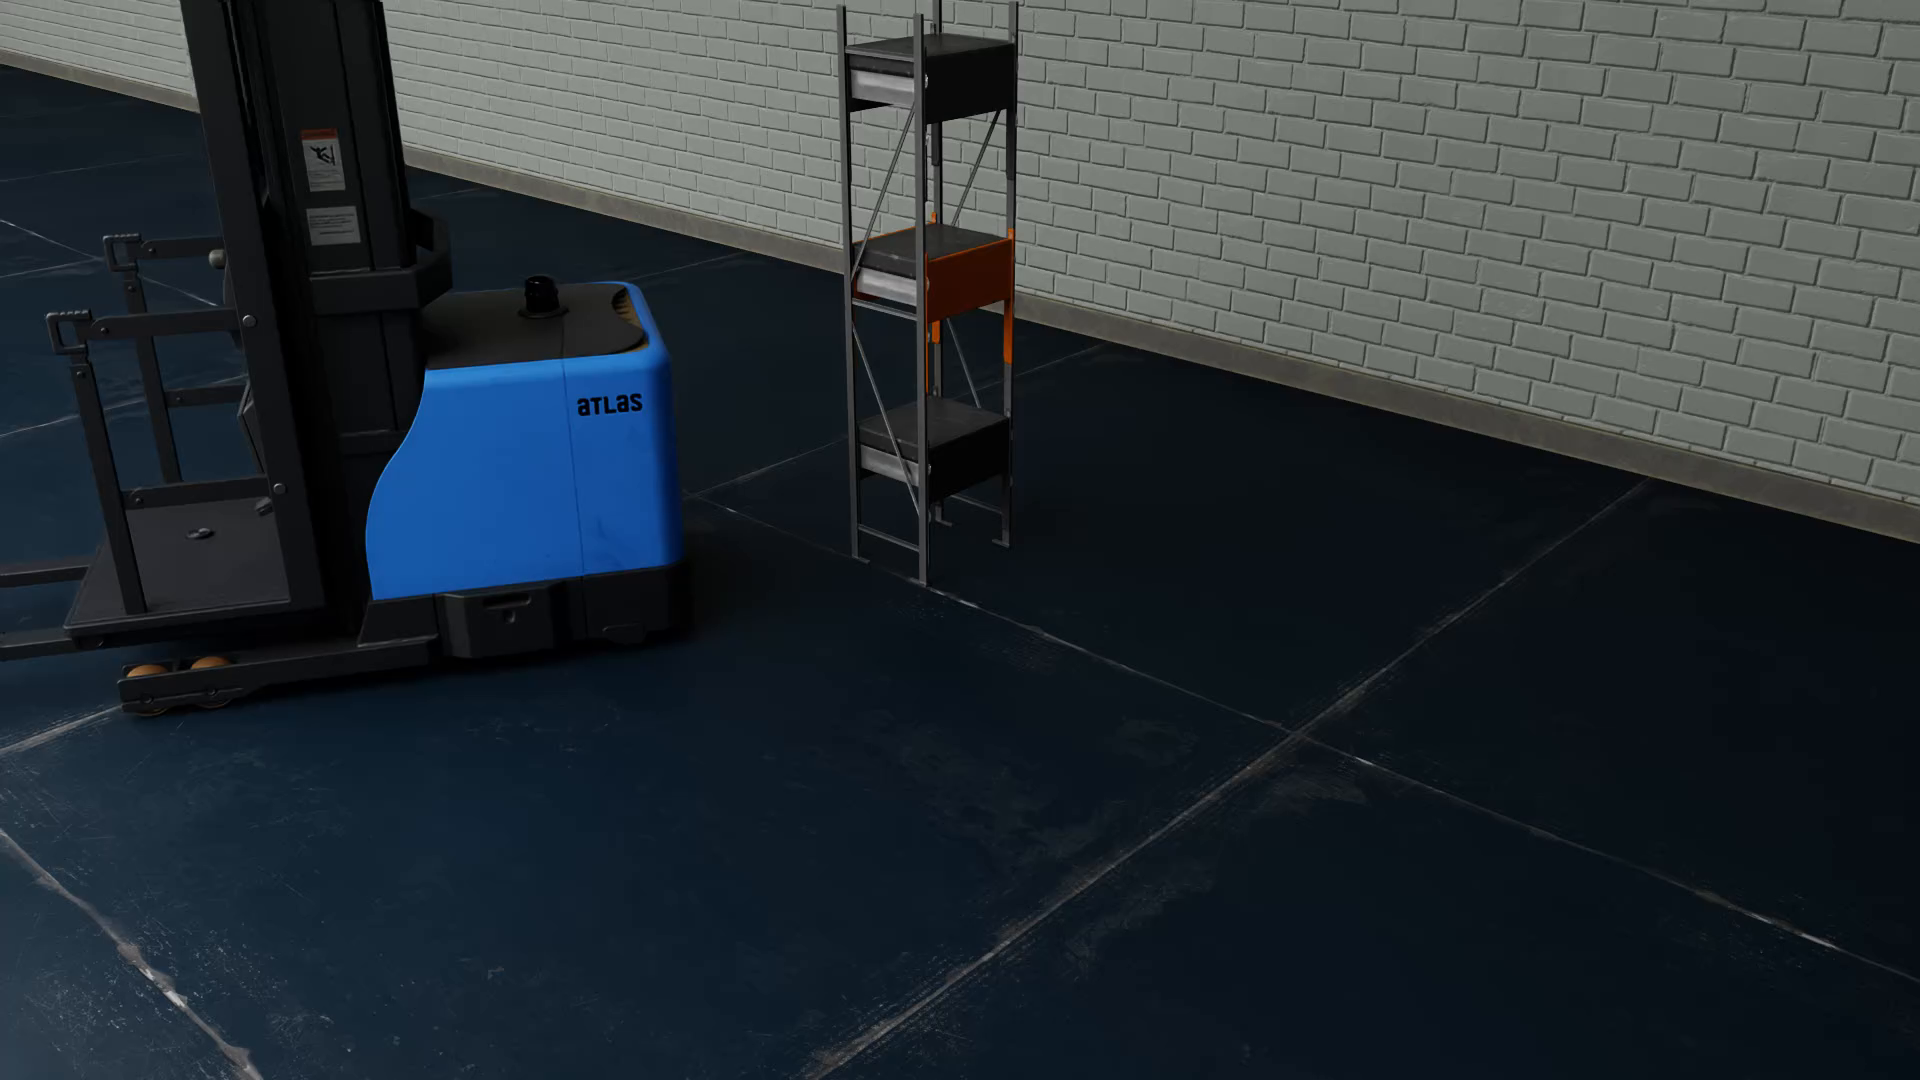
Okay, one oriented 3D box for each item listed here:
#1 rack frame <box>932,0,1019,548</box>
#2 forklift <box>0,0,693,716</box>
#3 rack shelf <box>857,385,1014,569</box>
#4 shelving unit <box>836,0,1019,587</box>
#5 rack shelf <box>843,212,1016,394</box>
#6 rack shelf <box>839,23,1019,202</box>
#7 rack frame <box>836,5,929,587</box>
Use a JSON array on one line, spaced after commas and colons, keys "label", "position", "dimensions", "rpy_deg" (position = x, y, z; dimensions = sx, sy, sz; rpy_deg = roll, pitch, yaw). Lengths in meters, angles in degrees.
[{"label": "rack frame", "position": [0.052, -0.982, 6.374], "dimensions": [0.400, 2.100, 0.015], "rpy_deg": [20, 31, 38]}, {"label": "forklift", "position": [-2.533, -1.000, 5.397], "dimensions": [3.031, 2.935, 1.130], "rpy_deg": [-7, 25, -15]}, {"label": "rack shelf", "position": [-0.110, -0.256, 6.500], "dimensions": [0.431, 0.518, 0.480], "rpy_deg": [20, 31, 38]}, {"label": "shelving unit", "position": [-0.110, -0.908, 6.208], "dimensions": [0.431, 2.100, 0.503], "rpy_deg": [20, 31, 38]}, {"label": "rack shelf", "position": [-0.110, -0.895, 6.214], "dimensions": [0.431, 0.518, 0.480], "rpy_deg": [20, 31, 38]}, {"label": "rack shelf", "position": [-0.110, -1.534, 5.927], "dimensions": [0.431, 0.518, 0.480], "rpy_deg": [20, 31, 38]}, {"label": "rack frame", "position": [-0.273, -0.833, 6.042], "dimensions": [0.400, 2.100, 0.015], "rpy_deg": [20, 31, 38]}]
